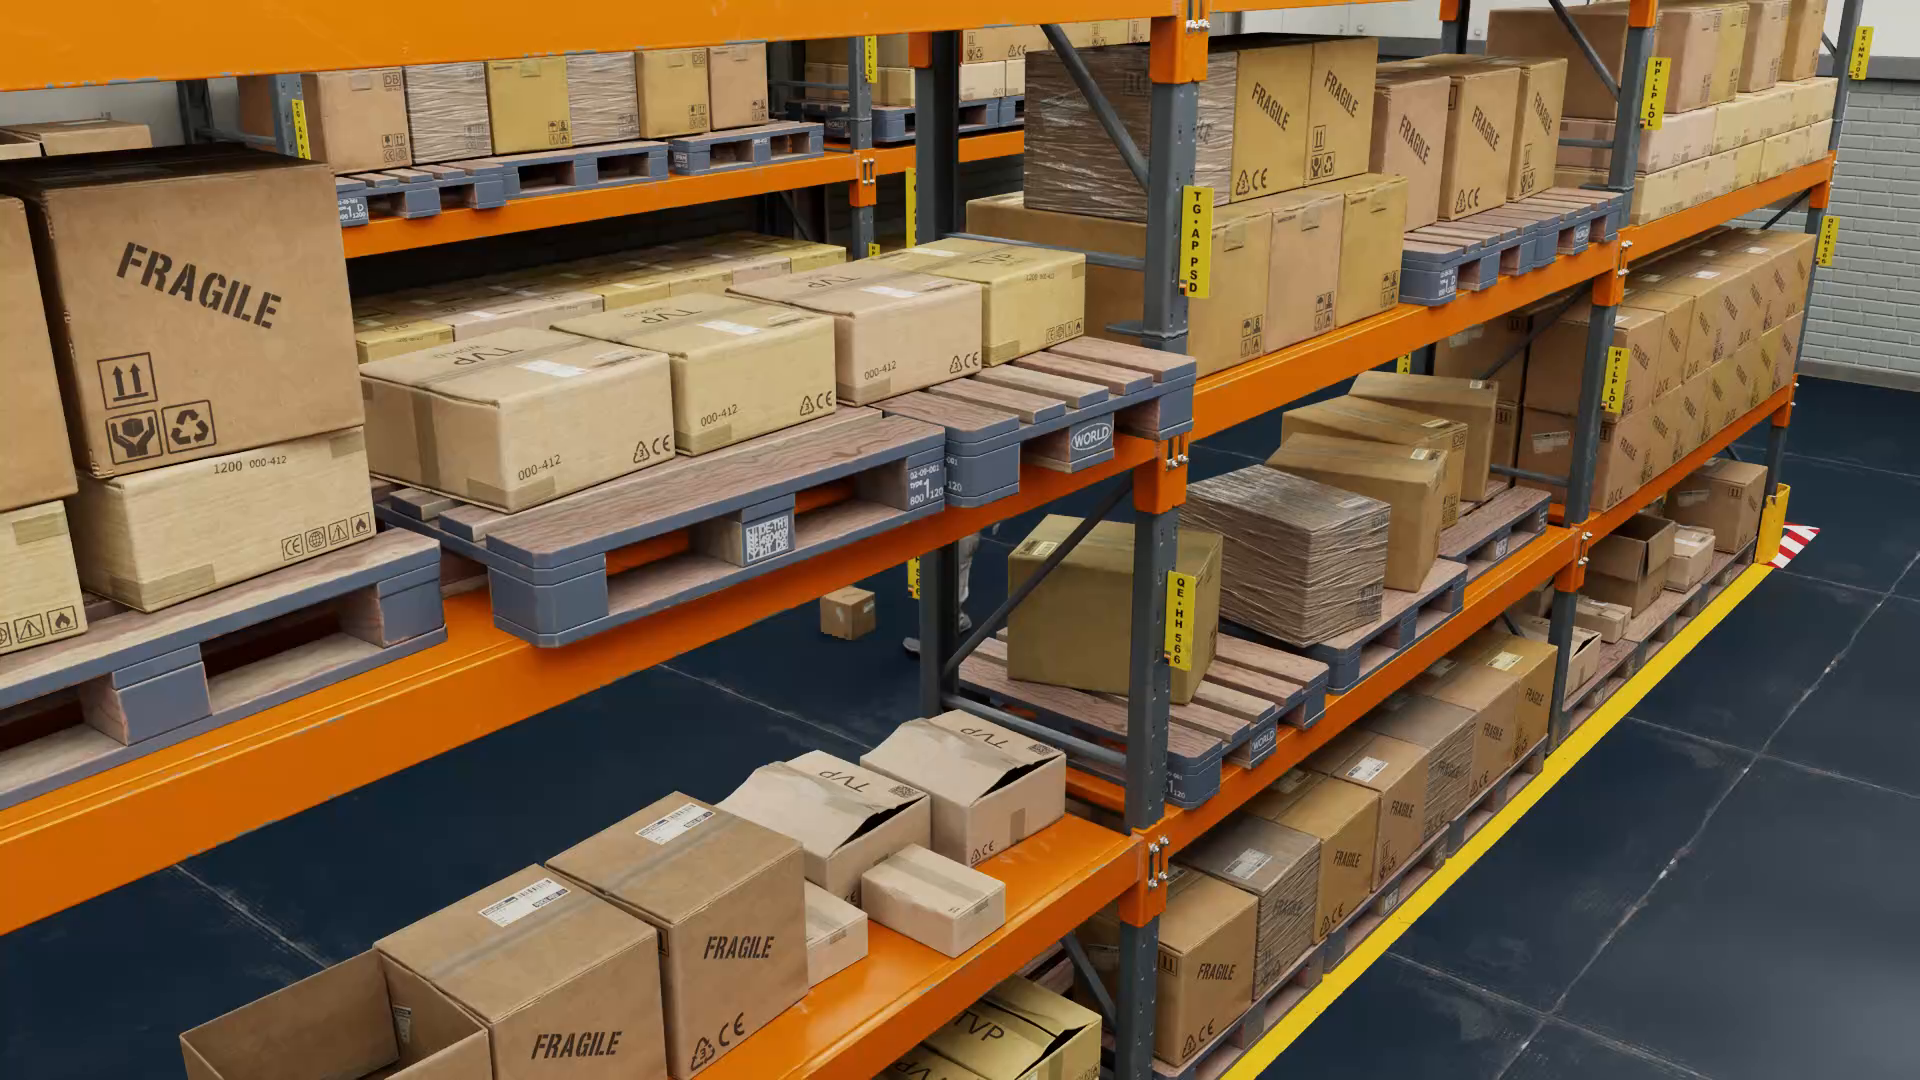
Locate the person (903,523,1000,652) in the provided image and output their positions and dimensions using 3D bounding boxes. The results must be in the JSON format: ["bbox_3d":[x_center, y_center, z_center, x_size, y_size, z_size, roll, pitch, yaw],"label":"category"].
[{"bbox_3d":[-0.069,-0.196,10.087,0.627,1.779,0.623,-1,20,-2],"label":"person"}]
